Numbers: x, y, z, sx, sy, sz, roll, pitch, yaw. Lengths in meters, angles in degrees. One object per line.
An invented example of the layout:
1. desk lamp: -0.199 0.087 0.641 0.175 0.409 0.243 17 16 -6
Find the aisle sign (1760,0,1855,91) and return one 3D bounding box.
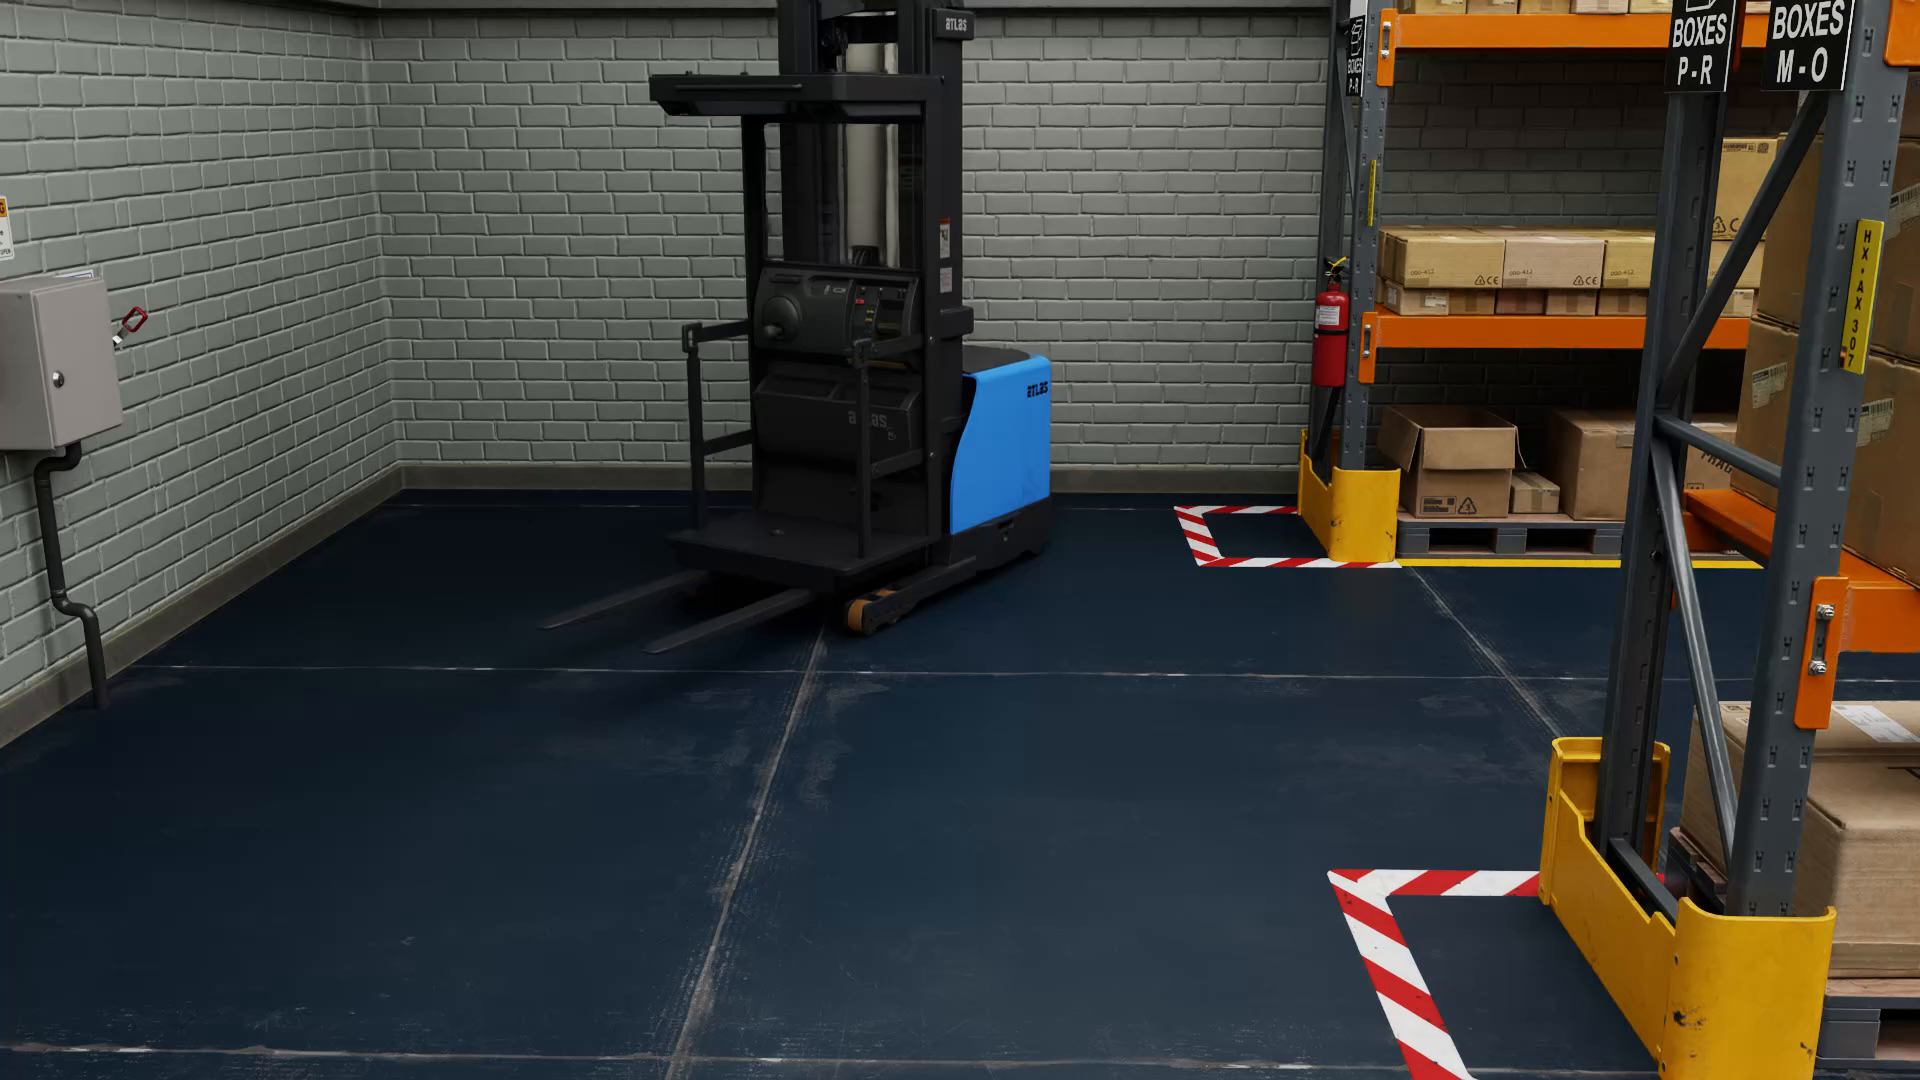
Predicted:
1. aisle sign: 1.897 -1.396 3.657 0.004 0.787 0.394 0 15 1

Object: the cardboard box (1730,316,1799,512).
1. cardboard box: 2.465 -0.326 4.498 0.500 0.500 0.500 0 15 2

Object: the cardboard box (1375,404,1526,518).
1. cardboard box: 2.708 -0.447 9.223 0.637 0.503 0.797 0 15 -1

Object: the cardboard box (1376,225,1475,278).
1. cardboard box: 2.566 -1.615 9.291 0.500 0.250 0.500 1 15 3

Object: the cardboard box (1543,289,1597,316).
1. cardboard box: 3.191 -1.285 8.824 0.250 0.149 0.380 1 15 3

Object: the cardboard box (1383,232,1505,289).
1. cardboard box: 2.546 -1.478 8.774 0.500 0.250 0.500 0 15 2

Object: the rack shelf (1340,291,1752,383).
1. rack shelf: 4.099 -1.118 9.107 4.000 0.370 1.077 0 15 1

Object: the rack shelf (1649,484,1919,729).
1. rack shelf: 3.975 0.148 4.309 4.000 0.370 1.077 0 15 1

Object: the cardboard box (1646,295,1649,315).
1. cardboard box: 3.707 -1.264 8.744 0.250 0.149 0.380 0 15 0

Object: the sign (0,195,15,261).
1. sign: -3.670 -1.165 6.257 0.001 0.242 0.339 0 15 1

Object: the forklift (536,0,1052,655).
1. forklift: -0.713 -1.114 7.816 1.130 2.935 3.031 9 17 31

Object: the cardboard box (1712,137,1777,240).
1. cardboard box: 4.045 -1.831 8.642 0.500 0.500 0.500 1 15 3

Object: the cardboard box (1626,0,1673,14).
1. cardboard box: 3.439 -2.717 8.373 0.250 0.149 0.380 0 15 1

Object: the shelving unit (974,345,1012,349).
1. shelving unit: 0.133 -0.561 9.409 0.252 1.050 0.215 9 17 30

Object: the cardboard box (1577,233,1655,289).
1. cardboard box: 3.557 -1.473 8.753 0.500 0.250 0.500 0 15 0

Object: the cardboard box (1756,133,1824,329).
1. cardboard box: 2.464 -0.802 4.345 0.500 0.500 0.500 1 15 3

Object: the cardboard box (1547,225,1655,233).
1. cardboard box: 3.576 -1.607 9.260 0.500 0.250 0.500 1 15 3

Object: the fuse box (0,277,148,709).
1. fuse box: -3.462 -0.155 6.575 0.414 1.711 0.539 0 15 1

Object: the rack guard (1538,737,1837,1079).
1. rack guard: 1.952 0.996 4.586 0.348 0.500 1.175 0 15 1

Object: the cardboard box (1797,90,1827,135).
1. cardboard box: 2.340 -1.107 4.228 0.250 0.149 0.380 1 15 2

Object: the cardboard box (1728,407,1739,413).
1. cardboard box: 4.599 -0.423 9.139 0.500 0.500 0.700 0 15 -1

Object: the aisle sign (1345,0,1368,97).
1. aisle sign: 2.023 -2.661 8.451 0.004 0.787 0.394 0 15 1

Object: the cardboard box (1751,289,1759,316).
1. cardboard box: 4.231 -1.283 8.817 0.250 0.149 0.380 0 15 1

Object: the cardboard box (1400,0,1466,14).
1. cardboard box: 2.412 -2.746 8.481 0.250 0.149 0.380 1 15 3

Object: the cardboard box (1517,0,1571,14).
1. cardboard box: 2.931 -2.745 8.478 0.250 0.149 0.380 0 15 2

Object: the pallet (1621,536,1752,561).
1. pallet: 4.189 -0.116 9.367 1.213 0.211 1.003 0 15 1

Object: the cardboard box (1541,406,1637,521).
1. cardboard box: 3.562 -0.429 9.165 0.500 0.500 0.700 1 15 4

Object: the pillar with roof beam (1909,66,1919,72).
1. pillar with roof beam: 5.315 -3.490 4.928 0.400 9.000 9.100 0 15 1

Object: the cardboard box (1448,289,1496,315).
1. cardboard box: 2.676 -1.295 8.862 0.250 0.149 0.380 1 15 3

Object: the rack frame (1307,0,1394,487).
1. rack frame: 2.099 -1.479 9.065 0.127 3.000 1.000 0 15 1

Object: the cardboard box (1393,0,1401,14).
1. cardboard box: 2.425 -2.865 8.930 0.250 0.149 0.380 1 15 3

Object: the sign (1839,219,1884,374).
1. sign: 1.956 -0.528 3.610 0.005 0.325 0.100 0 15 1
